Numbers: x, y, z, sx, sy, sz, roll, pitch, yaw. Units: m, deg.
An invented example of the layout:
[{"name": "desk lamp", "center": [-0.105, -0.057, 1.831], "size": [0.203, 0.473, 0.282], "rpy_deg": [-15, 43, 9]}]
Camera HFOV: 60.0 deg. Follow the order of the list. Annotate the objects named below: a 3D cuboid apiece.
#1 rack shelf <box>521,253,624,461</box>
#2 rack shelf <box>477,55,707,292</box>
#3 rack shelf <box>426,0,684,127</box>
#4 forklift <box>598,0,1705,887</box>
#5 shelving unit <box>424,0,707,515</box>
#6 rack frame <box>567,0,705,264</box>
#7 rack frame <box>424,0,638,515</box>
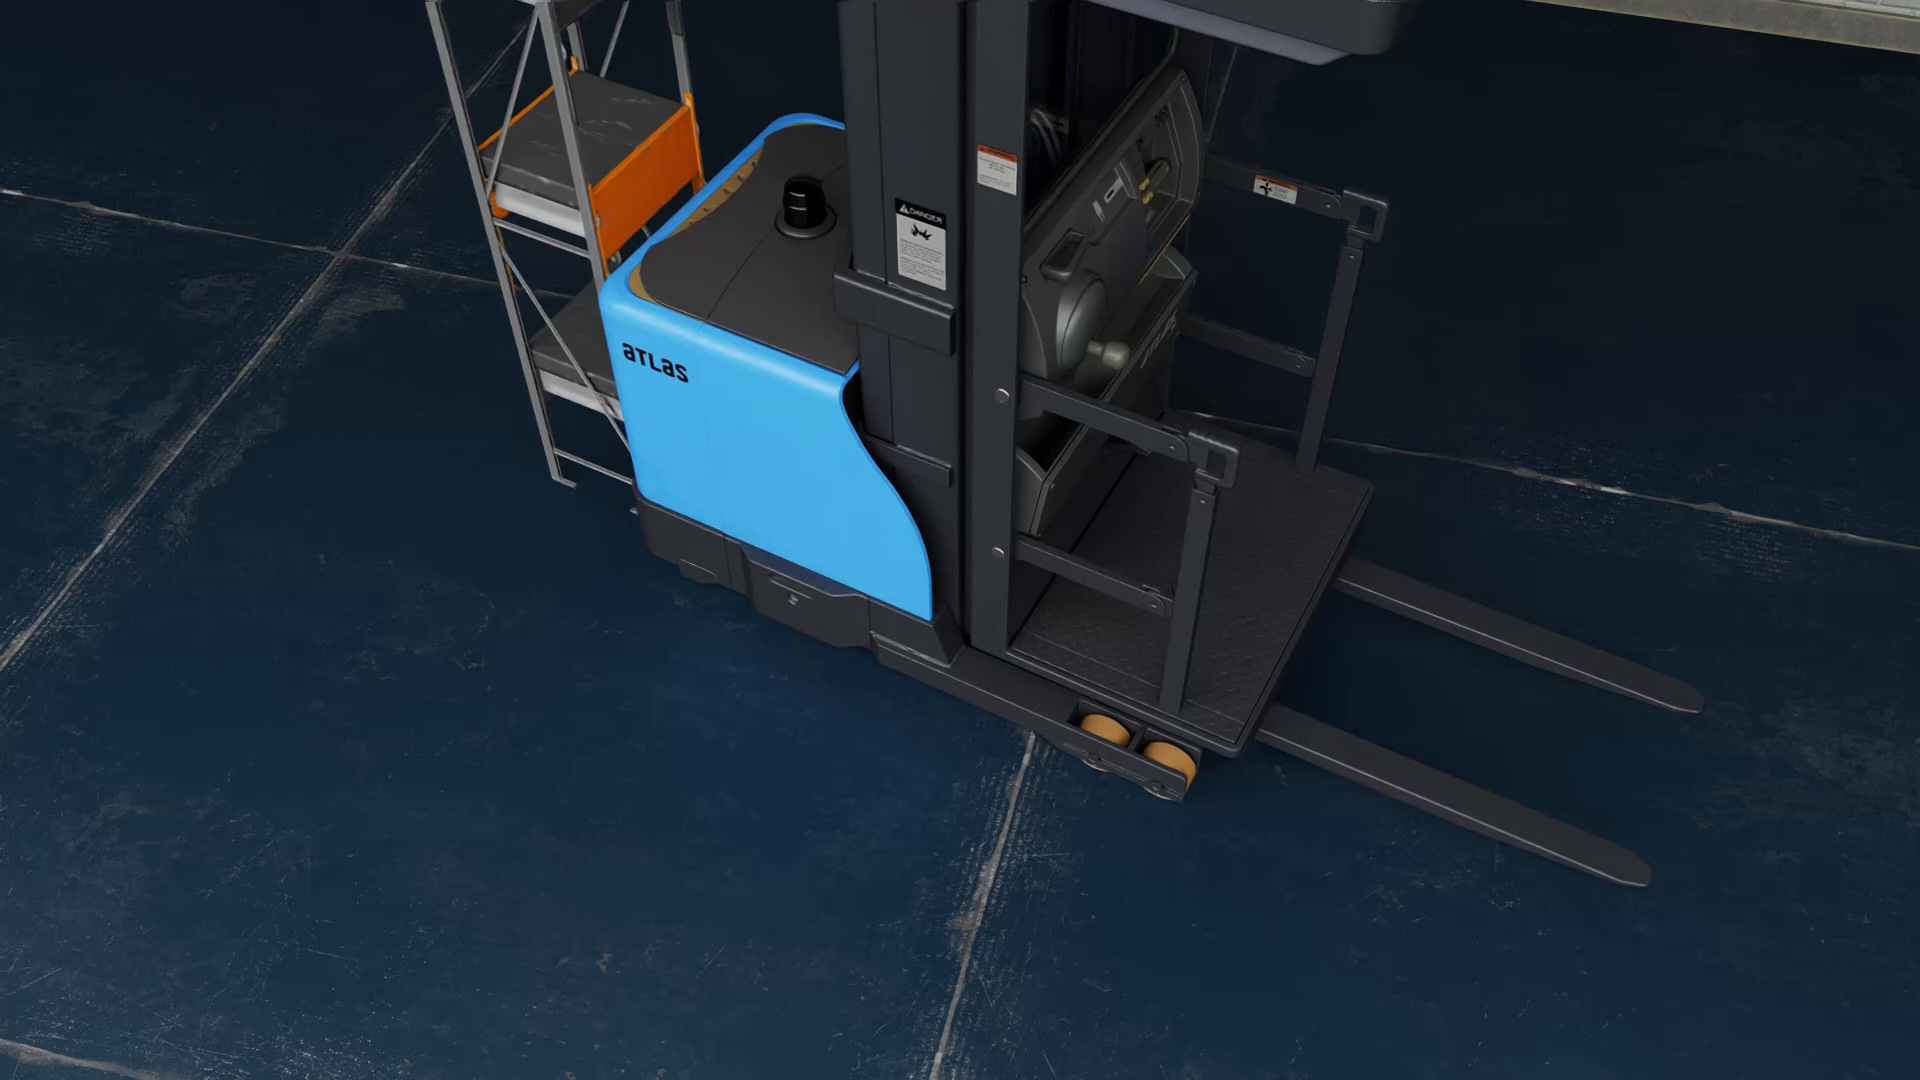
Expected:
[{"name": "rack shelf", "center": [-1.037, -0.518, 5.258], "size": [0.431, 0.518, 0.480], "rpy_deg": [21, 52, 18]}, {"name": "rack shelf", "center": [-1.037, -0.981, 4.734], "size": [0.431, 0.518, 0.480], "rpy_deg": [21, 52, 18]}, {"name": "rack shelf", "center": [-1.037, -1.444, 4.209], "size": [0.431, 0.518, 0.480], "rpy_deg": [21, 52, 18]}, {"name": "forklift", "center": [0.559, -0.712, 3.923], "size": [3.031, 2.935, 1.130], "rpy_deg": [22, 52, 18]}, {"name": "shelving unit", "center": [-1.037, -0.990, 4.723], "size": [0.431, 2.100, 0.503], "rpy_deg": [21, 52, 18]}, {"name": "rack frame", "center": [-0.924, -1.152, 4.866], "size": [0.400, 2.100, 0.015], "rpy_deg": [21, 52, 18]}, {"name": "rack frame", "center": [-1.150, -0.828, 4.580], "size": [0.400, 2.100, 0.015], "rpy_deg": [21, 52, 18]}]
